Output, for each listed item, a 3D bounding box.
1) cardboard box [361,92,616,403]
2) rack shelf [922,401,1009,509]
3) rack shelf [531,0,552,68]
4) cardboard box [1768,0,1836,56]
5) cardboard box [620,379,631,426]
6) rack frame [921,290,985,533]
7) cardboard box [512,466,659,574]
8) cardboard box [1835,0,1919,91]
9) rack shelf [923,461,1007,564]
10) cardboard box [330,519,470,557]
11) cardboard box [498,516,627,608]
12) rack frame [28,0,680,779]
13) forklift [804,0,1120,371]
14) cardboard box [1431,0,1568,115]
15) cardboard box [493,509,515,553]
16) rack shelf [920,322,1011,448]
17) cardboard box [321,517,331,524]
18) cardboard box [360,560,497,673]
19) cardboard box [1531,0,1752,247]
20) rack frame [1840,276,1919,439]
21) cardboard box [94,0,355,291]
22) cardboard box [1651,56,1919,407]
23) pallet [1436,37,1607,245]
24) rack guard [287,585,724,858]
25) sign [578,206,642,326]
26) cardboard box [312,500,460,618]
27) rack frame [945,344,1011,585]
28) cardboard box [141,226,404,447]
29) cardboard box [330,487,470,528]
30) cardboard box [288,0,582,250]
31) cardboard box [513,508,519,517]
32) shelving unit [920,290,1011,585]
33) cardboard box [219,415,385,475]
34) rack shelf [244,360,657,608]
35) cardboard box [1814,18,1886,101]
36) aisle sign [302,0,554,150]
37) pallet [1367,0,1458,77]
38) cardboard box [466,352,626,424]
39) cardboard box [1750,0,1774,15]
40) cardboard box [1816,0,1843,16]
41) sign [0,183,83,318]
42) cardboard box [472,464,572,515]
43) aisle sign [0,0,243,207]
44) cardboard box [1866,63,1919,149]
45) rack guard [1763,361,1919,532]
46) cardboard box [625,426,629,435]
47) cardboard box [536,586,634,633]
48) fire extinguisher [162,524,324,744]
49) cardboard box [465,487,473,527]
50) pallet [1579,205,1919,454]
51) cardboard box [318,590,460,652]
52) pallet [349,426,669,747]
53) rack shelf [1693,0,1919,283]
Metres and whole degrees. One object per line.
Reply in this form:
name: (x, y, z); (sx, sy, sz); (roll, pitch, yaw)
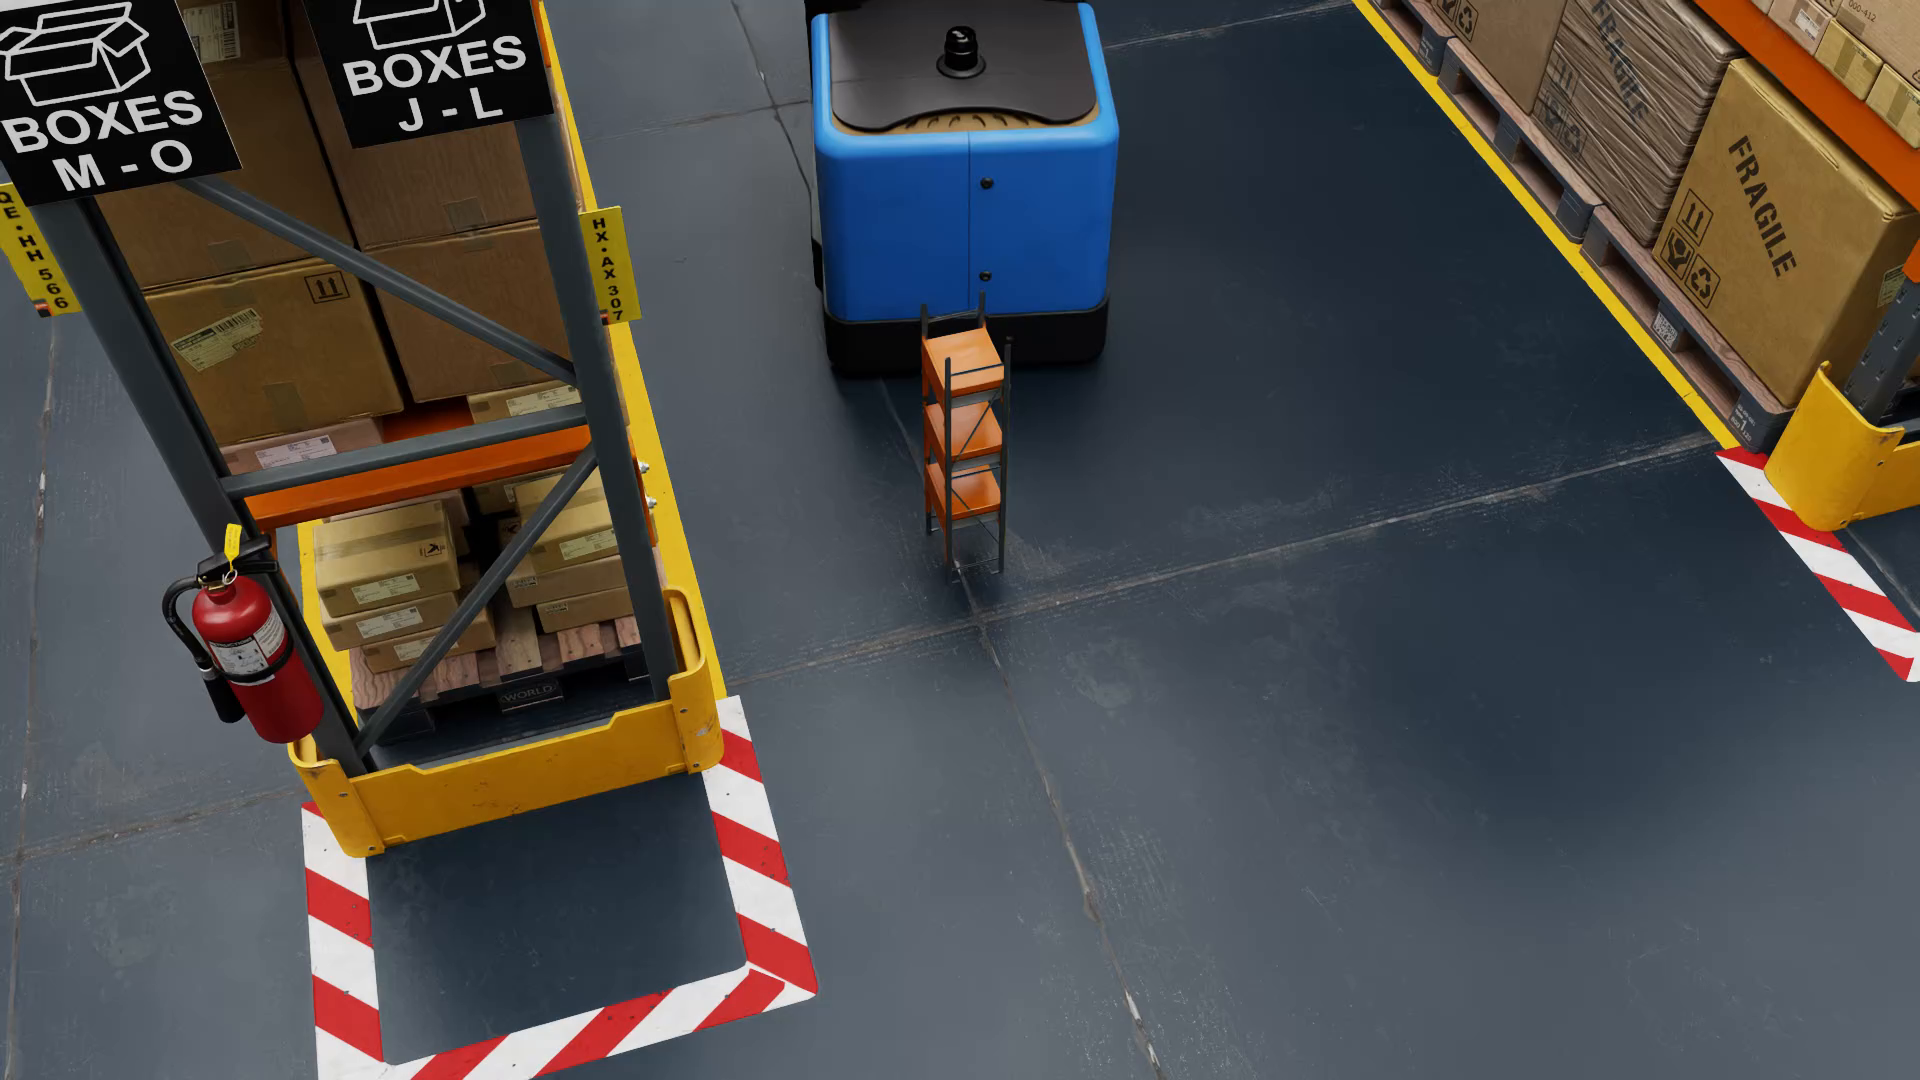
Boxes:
cardboard box: (-1.175, -0.728, 4.142); (0.500, 0.500, 0.500); (-11, 51, -9)
rack shelf: (0.016, -0.292, 5.324); (0.215, 0.259, 0.240); (-13, 51, -11)
rack shelf: (-1.898, -2.405, 4.324); (1.077, 0.370, 4.000); (-13, 51, -11)
cardboard box: (2.890, -1.736, 5.415); (0.380, 0.149, 0.250); (-13, 51, -11)
cardboard box: (-1.285, -0.464, 5.380); (0.380, 0.149, 0.250); (-13, 51, -11)
rack frame: (-0.020, -0.388, 5.391); (0.200, 1.050, 0.008); (-13, 51, -11)
cardboard box: (-1.137, -0.077, 5.054); (0.380, 0.149, 0.250); (-15, 52, -13)
cardboard box: (3.065, -1.598, 5.039); (0.500, 0.250, 0.500); (-14, 51, -12)
rack shelf: (0.016, -0.113, 5.536); (0.215, 0.259, 0.240); (-13, 51, -11)
cardboard box: (-1.761, -0.046, 5.222); (0.380, 0.149, 0.250); (-14, 51, -12)
cardboard box: (-1.216, 0.038, 5.152); (0.380, 0.149, 0.250); (-11, 51, -9)
rack frame: (-1.306, -0.209, 3.964); (1.000, 3.000, 0.127); (-13, 51, -11)
forklift: (-0.076, -2.703, 6.112); (1.130, 2.935, 3.031); (-3, 50, -3)
cardboard box: (2.664, -2.471, 6.987); (0.875, 0.875, 0.875); (-13, 51, -11)
cardboard box: (-1.311, -0.053, 5.423); (0.380, 0.149, 0.250); (-13, 51, -11)
rack shelf: (0.016, -0.475, 5.107); (0.215, 0.259, 0.240); (-13, 51, -11)
cardboard box: (-1.890, -0.222, 5.370); (0.380, 0.149, 0.250); (-15, 52, -12)
cardboard box: (-1.661, 0.237, 5.178); (0.380, 0.149, 0.250); (-13, 51, -10)
cardboard box: (2.927, -1.821, 6.439); (0.875, 0.875, 0.875); (-13, 51, -11)
rack frame: (3.462, -1.257, 4.848); (1.000, 3.000, 0.127); (-13, 51, -11)
cardboard box: (-1.679, -0.938, 3.665); (0.500, 0.500, 0.500); (-14, 51, -12)
cardboard box: (3.196, -1.157, 5.878); (0.875, 0.875, 0.875); (-13, 51, -11)
pallet: (2.793, -1.814, 7.141); (1.003, 0.211, 1.213); (-13, 51, -11)
rack guard: (-1.329, 0.541, 4.967); (1.175, 0.500, 0.348); (-13, 51, -11)
sign: (-0.788, -0.611, 3.737); (0.100, 0.325, 0.005); (-13, 51, -11)
cardboard box: (-1.705, 0.053, 4.944); (0.380, 0.149, 0.250); (-13, 51, -11)
rack frame: (0.052, -0.210, 5.241); (0.200, 1.050, 0.008); (-13, 51, -11)
cardboard box: (-1.685, -0.607, 4.040); (0.500, 0.500, 0.500); (-12, 51, -10)
cardboard box: (-1.724, -0.143, 5.110); (0.380, 0.149, 0.250); (-12, 51, -10)
cardboard box: (-1.185, -1.048, 3.757); (0.500, 0.500, 0.500); (-14, 51, -11)
cardboard box: (-1.243, -0.175, 5.331); (0.380, 0.149, 0.250); (-14, 51, -11)
shelving unit: (0.016, -0.299, 5.316); (0.215, 1.050, 0.252); (-13, 51, -11)
cardboard box: (-1.673, -0.302, 4.207); (0.380, 0.149, 0.250); (-13, 51, -11)
rack shelf: (-1.898, -1.438, 5.471); (1.077, 0.370, 4.000); (-13, 51, -11)
cardboard box: (2.963, -1.551, 5.260); (0.380, 0.149, 0.250); (-13, 51, -11)
aisle sign: (-0.998, -1.062, 2.983); (0.394, 0.787, 0.004); (-13, 51, -11)
pallet: (2.429, -2.706, 7.894); (1.003, 0.211, 1.213); (-13, 51, -11)
cardboard box: (-1.089, -0.439, 4.322); (0.380, 0.149, 0.250); (-14, 51, -11)
cardboard box: (2.817, -1.918, 5.569); (0.380, 0.149, 0.250); (-13, 51, -10)
cardboard box: (2.915, -1.969, 5.352); (0.500, 0.250, 0.500); (-14, 51, -12)
sign: (-1.842, -0.573, 3.307); (0.100, 0.325, 0.005); (-13, 51, -11)
cardboard box: (-1.333, -0.251, 5.201); (0.380, 0.149, 0.250); (-12, 51, -10)
aisle sign: (-1.571, -0.926, 2.868); (0.394, 0.787, 0.004); (-13, 51, -11)
cardboard box: (3.042, -1.362, 5.100); (0.380, 0.149, 0.250); (-12, 51, -10)
rack guard: (3.469, -0.434, 5.789); (1.175, 0.500, 0.348); (-13, 51, -11)
cardboard box: (-1.362, -0.445, 5.753); (0.380, 0.149, 0.250); (-13, 51, -11)
cardboard box: (-1.155, 0.119, 5.278); (0.380, 0.149, 0.250); (-12, 51, -10)
fire extinguisher: (-1.673, 0.224, 3.894); (0.296, 0.674, 0.183); (-13, 51, -11)
cardboard box: (-1.830, -0.140, 5.496); (0.380, 0.149, 0.250); (-14, 51, -11)
pallet: (3.150, -0.924, 6.391); (1.003, 0.211, 1.213); (-13, 51, -11)
cardboard box: (-1.735, 0.157, 5.051); (0.380, 0.149, 0.250); (-15, 51, -12)
pallet: (-1.535, 0.033, 5.584); (1.003, 0.211, 1.213); (-13, 51, -11)
rack shelf: (2.870, -2.486, 6.354); (1.077, 0.370, 4.000); (-13, 51, -11)
